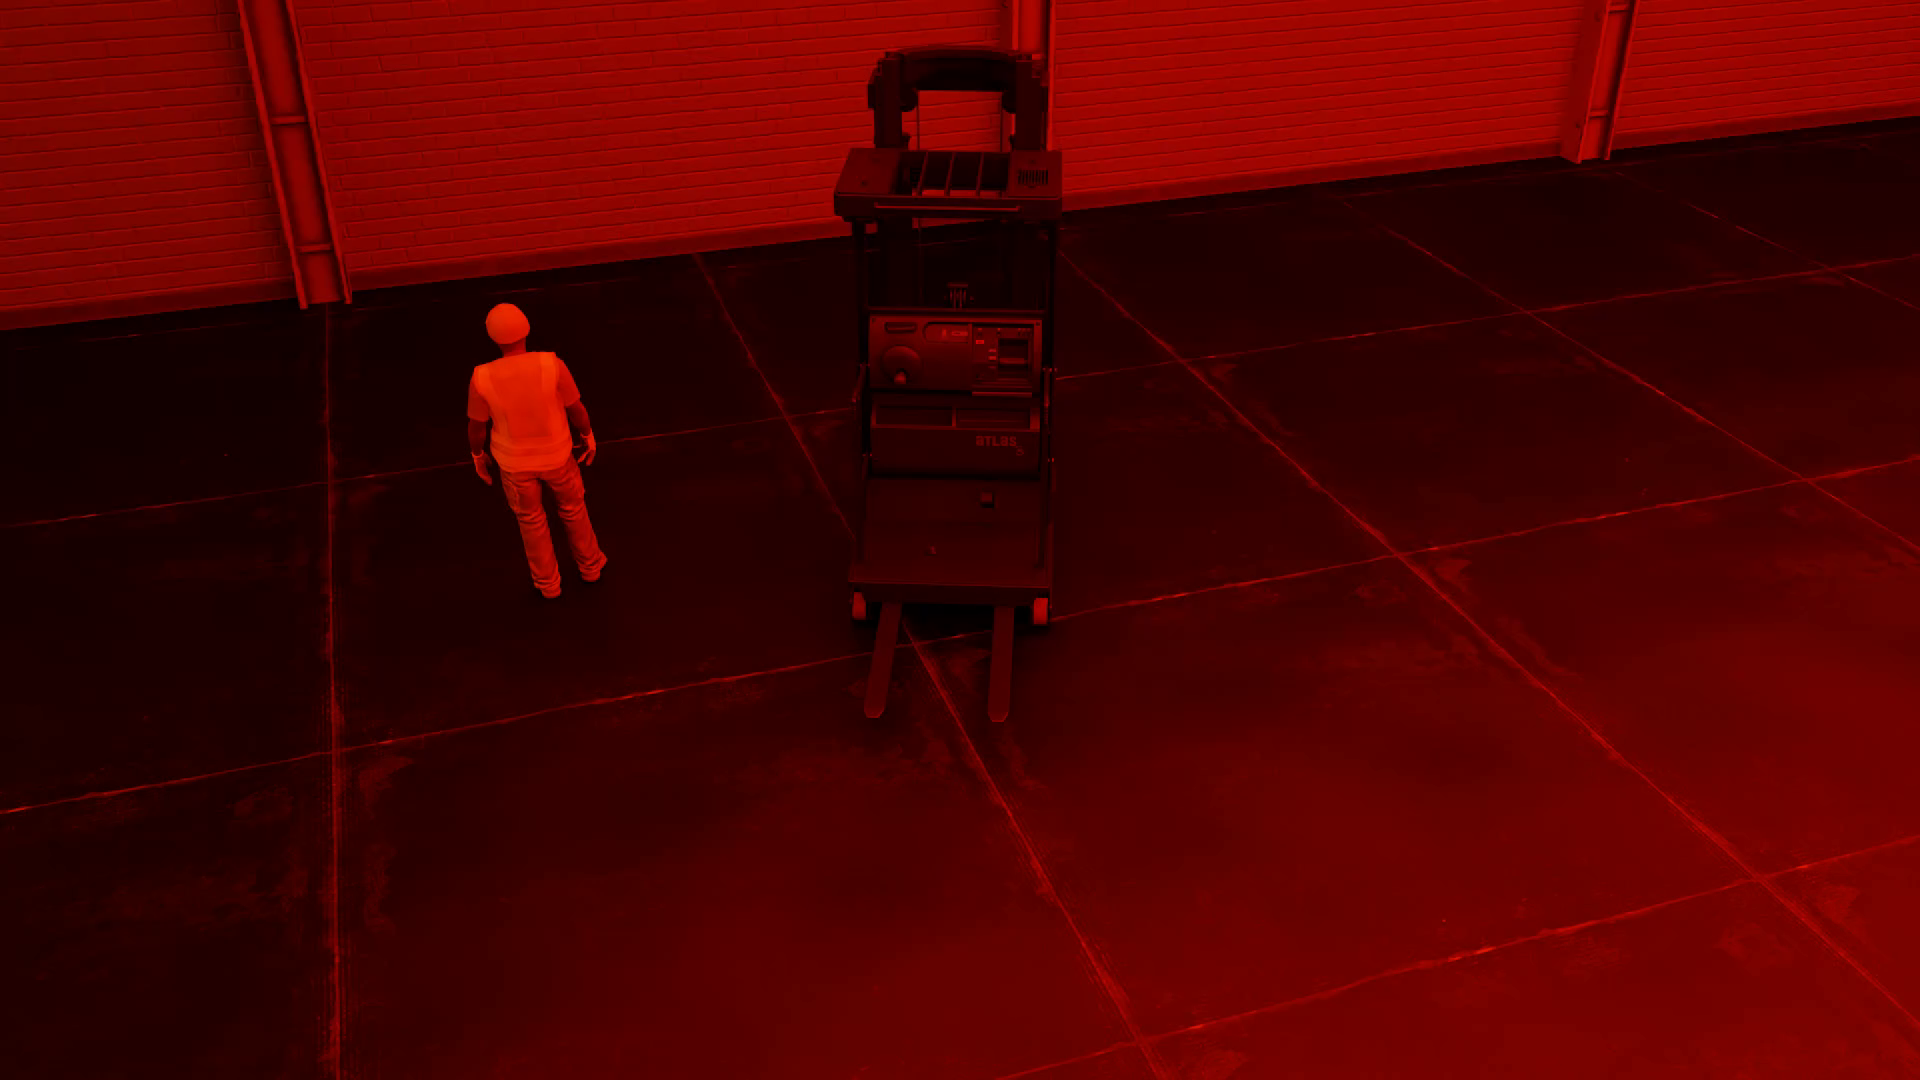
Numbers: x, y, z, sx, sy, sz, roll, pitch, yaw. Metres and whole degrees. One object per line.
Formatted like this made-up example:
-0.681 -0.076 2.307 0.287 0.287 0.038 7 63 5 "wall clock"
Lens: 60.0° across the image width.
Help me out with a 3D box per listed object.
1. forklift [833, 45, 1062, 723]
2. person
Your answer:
-0.036 -0.959 8.755 1.130 2.935 3.031 2 30 3 "forklift"
-2.331 -0.506 9.102 0.657 1.784 0.577 -8 31 -13 "person"
